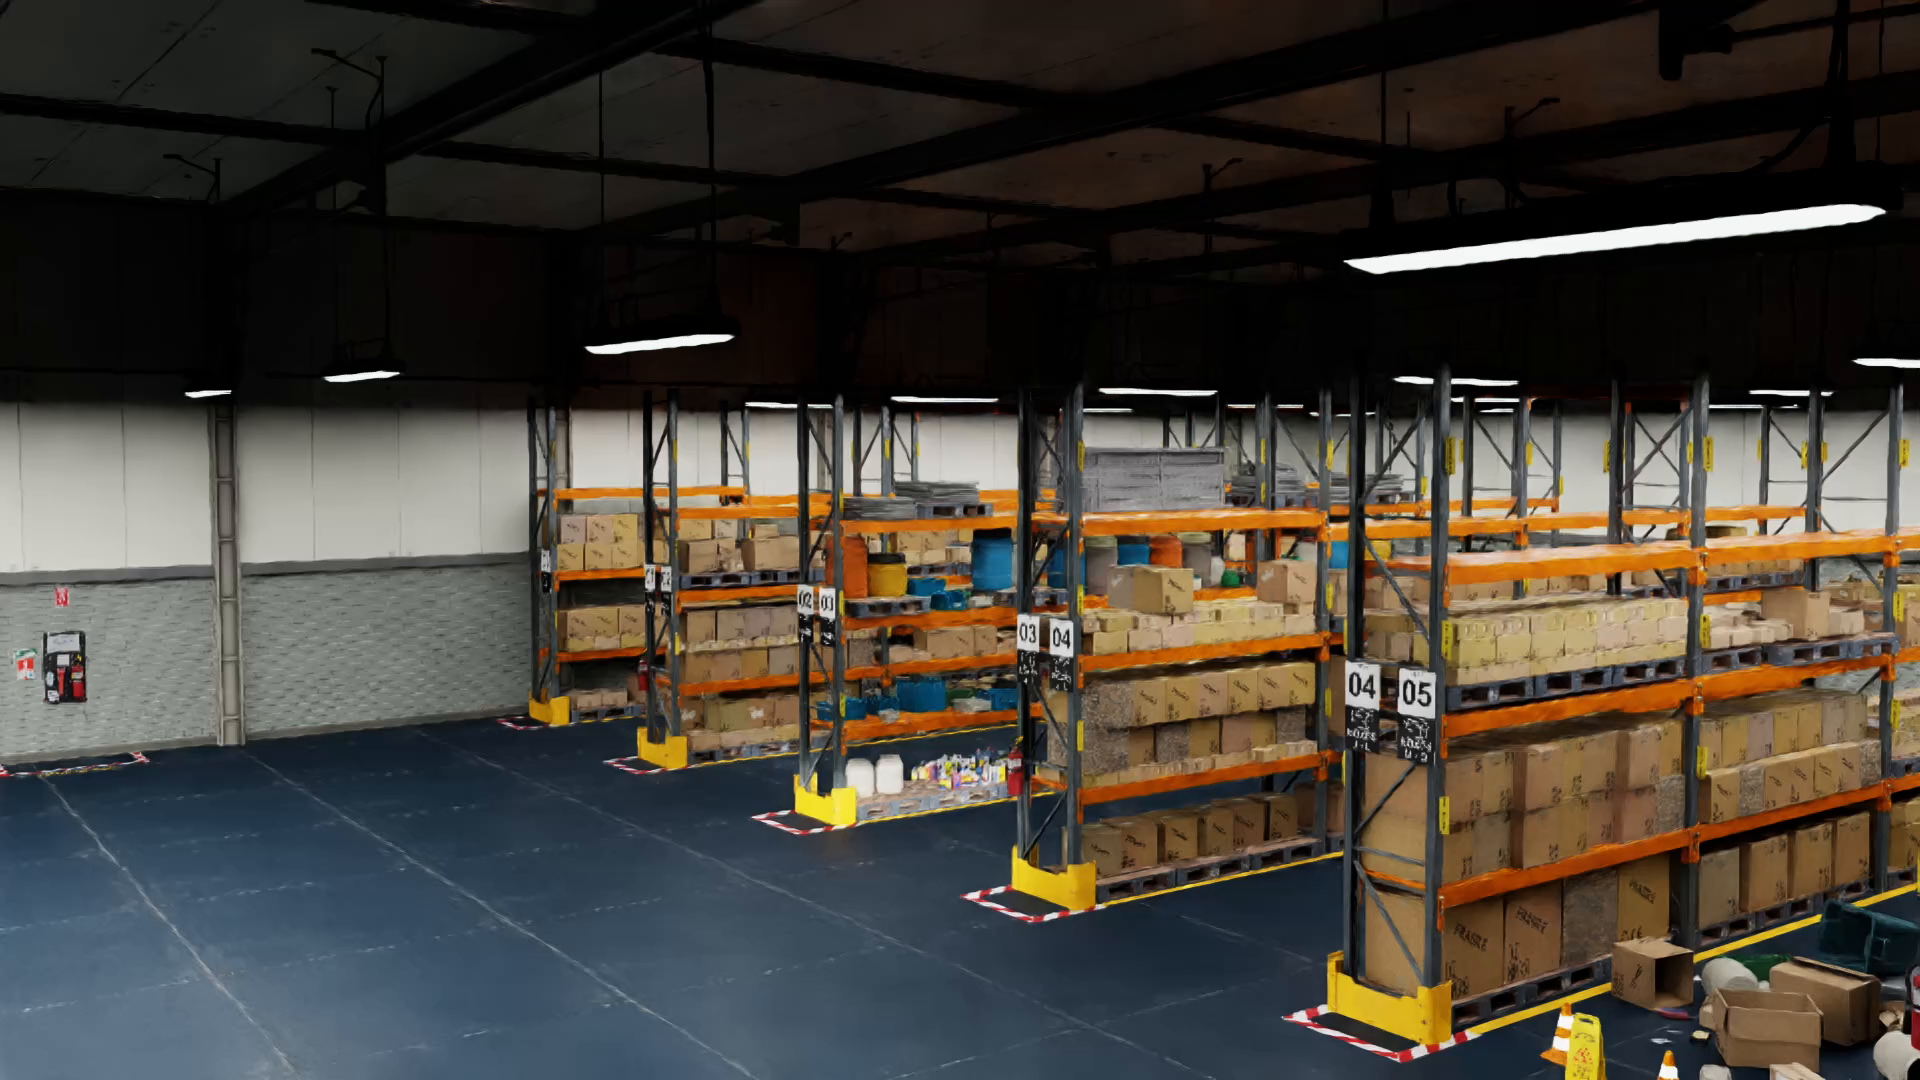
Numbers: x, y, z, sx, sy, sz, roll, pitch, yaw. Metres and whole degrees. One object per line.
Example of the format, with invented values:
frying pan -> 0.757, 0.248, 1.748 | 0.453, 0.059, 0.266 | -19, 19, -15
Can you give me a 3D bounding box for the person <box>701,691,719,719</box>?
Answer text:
person -> -4.424, 2.631, 29.201 | 1.086, 1.577, 0.495 | -2, 4, -34
